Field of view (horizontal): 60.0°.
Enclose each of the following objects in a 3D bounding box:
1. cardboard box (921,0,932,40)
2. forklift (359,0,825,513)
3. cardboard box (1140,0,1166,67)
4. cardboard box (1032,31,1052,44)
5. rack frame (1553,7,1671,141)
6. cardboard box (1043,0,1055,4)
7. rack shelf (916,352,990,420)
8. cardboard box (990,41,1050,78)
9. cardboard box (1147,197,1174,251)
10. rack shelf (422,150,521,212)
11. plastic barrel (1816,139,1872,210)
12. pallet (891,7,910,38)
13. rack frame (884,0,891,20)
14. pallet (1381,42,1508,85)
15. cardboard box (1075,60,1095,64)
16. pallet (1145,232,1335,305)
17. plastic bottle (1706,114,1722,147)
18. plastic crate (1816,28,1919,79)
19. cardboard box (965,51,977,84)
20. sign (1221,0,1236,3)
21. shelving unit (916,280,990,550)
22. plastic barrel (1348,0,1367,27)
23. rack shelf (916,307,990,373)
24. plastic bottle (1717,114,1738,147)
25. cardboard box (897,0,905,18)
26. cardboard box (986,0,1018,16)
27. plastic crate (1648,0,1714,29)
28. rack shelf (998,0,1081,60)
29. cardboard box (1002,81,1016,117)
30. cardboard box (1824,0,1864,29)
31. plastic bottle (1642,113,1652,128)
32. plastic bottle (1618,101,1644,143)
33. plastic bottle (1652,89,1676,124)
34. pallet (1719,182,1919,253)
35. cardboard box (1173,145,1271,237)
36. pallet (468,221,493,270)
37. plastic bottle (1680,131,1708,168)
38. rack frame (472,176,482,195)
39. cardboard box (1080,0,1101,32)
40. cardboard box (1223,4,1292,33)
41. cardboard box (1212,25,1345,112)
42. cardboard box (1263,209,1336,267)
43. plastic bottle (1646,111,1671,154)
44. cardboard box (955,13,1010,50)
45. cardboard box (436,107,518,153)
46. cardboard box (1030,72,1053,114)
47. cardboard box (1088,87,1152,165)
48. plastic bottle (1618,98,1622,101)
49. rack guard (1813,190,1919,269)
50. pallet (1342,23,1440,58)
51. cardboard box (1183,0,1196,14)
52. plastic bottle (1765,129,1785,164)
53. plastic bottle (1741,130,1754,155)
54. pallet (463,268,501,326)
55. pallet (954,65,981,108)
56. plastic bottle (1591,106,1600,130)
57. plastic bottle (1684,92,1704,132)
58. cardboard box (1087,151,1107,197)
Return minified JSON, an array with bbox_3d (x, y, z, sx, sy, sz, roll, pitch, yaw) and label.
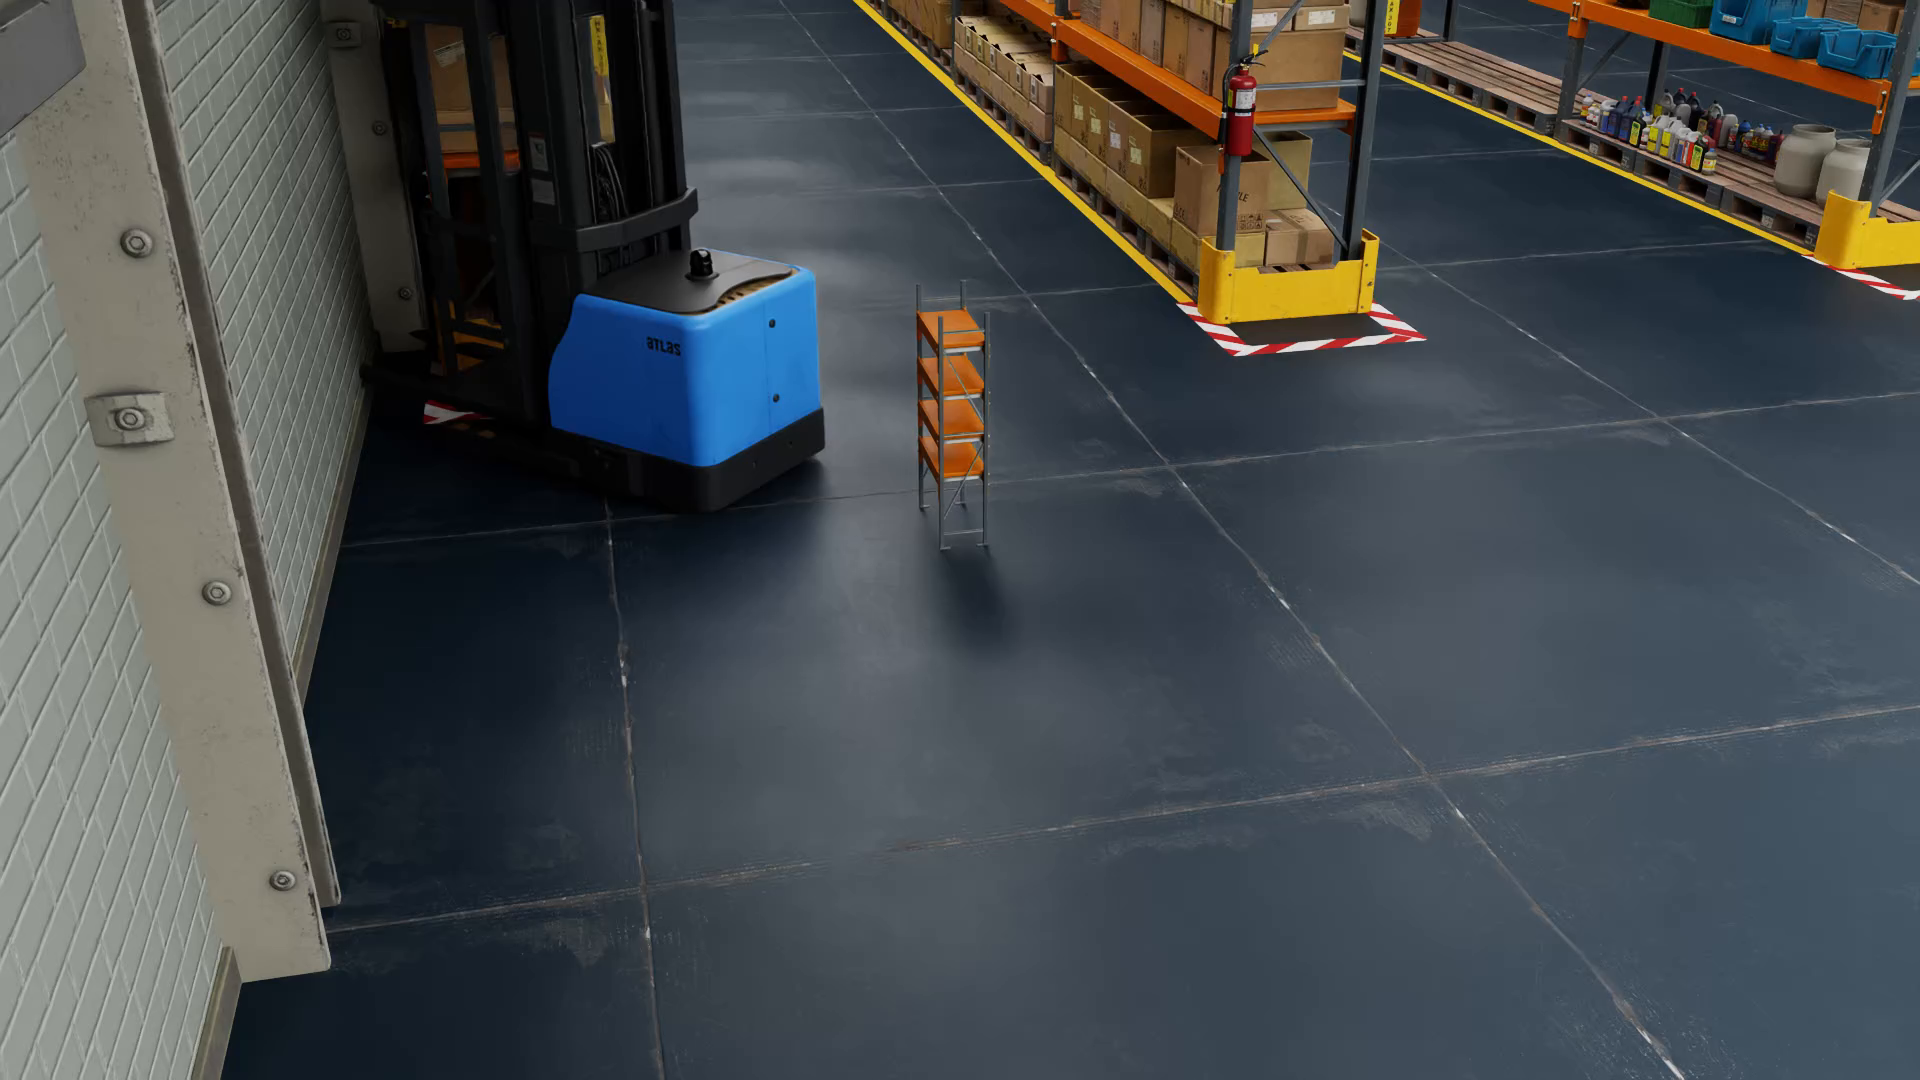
[{"bbox_3d":[-0.149,-6.126,19.344,0.500,0.500,0.500,-7,28,-13],"label":"cardboard box"},{"bbox_3d":[-2.263,-1.927,8.816,3.031,2.935,1.130,15,31,28],"label":"forklift"},{"bbox_3d":[1.765,-3.850,12.437,0.700,0.500,0.500,-5,27,-10],"label":"cardboard box"},{"bbox_3d":[0.999,-4.988,16.766,0.500,0.311,0.500,-6,27,-12],"label":"cardboard box"},{"bbox_3d":[6.135,-5.177,15.178,1.000,3.000,0.127,-6,27,-12],"label":"rack frame"},{"bbox_3d":[0.931,-4.983,14.943,0.396,0.266,0.258,-7,28,-13],"label":"cardboard box"},{"bbox_3d":[-0.037,-0.748,8.053,0.258,0.148,0.480,-6,27,-12],"label":"rack shelf"},{"bbox_3d":[0.594,-4.703,16.201,0.500,0.311,0.500,-6,27,-12],"label":"cardboard box"},{"bbox_3d":[1.676,-2.303,12.070,0.500,0.250,0.500,-6,27,-12],"label":"cardboard box"},{"bbox_3d":[-3.067,-2.972,11.607,1.077,0.370,4.000,-6,27,-12],"label":"rack shelf"},{"bbox_3d":[6.813,-2.779,12.722,0.421,0.512,0.421,0,27,0],"label":"plastic barrel"},{"bbox_3d":[-0.275,-6.589,21.071,1.003,0.211,1.213,-6,27,-12],"label":"pallet"},{"bbox_3d":[-0.495,-8.188,21.143,1.000,3.000,0.127,-6,27,-12],"label":"rack frame"},{"bbox_3d":[5.370,-5.344,18.604,1.003,0.211,1.213,-6,27,-12],"label":"pallet"},{"bbox_3d":[1.350,-4.313,15.429,0.500,0.311,0.500,-6,27,-12],"label":"cardboard box"},{"bbox_3d":[1.996,-2.006,11.990,1.003,0.211,1.213,-6,27,-12],"label":"pallet"},{"bbox_3d":[6.606,-3.598,14.577,0.061,0.283,0.133,-6,27,-12],"label":"plastic bottle"},{"bbox_3d":[6.632,-3.544,12.107,0.499,0.251,0.616,-6,27,-12],"label":"plastic crate"},{"bbox_3d":[0.353,-4.911,17.237,0.500,0.250,0.500,-7,28,-13],"label":"cardboard box"},{"bbox_3d":[1.678,-3.493,10.294,0.100,0.325,0.005,-6,27,-12],"label":"sign"},{"bbox_3d":[-0.037,-0.608,8.124,0.258,1.200,0.503,-6,27,-12],"label":"shelving unit"},{"bbox_3d":[4.892,-6.462,20.018,0.421,0.512,0.421,0,27,0],"label":"plastic barrel"},{"bbox_3d":[-0.037,-0.959,7.947,0.258,0.148,0.480,-6,27,-12],"label":"rack shelf"},{"bbox_3d":[6.710,-3.606,14.600,0.152,0.276,0.135,-5,27,-11],"label":"plastic bottle"},{"bbox_3d":[-0.492,-6.798,20.675,0.500,0.500,0.500,-6,27,-11],"label":"cardboard box"},{"bbox_3d":[0.582,-5.741,18.581,0.500,0.500,0.500,-5,27,-9],"label":"cardboard box"},{"bbox_3d":[6.166,-4.458,13.988,0.450,0.188,0.662,-6,27,-12],"label":"plastic crate"},{"bbox_3d":[0.857,-5.232,16.086,1.077,0.370,4.000,-6,27,-12],"label":"rack shelf"},{"bbox_3d":[0.704,-4.235,15.897,0.500,0.250,0.500,-5,27,-10],"label":"cardboard box"},{"bbox_3d":[10.367,-5.982,19.059,0.700,0.500,0.500,-8,28,-16],"label":"cardboard box"},{"bbox_3d":[6.025,-3.615,14.623,0.097,0.271,0.097,0,27,0],"label":"plastic bottle"},{"bbox_3d":[5.955,-3.711,14.726,0.144,0.351,0.185,-7,28,-14],"label":"plastic bottle"},{"bbox_3d":[6.420,-3.923,15.144,0.144,0.351,0.185,-6,27,-12],"label":"plastic bottle"},{"bbox_3d":[6.795,-2.562,13.091,1.003,0.211,1.213,-6,27,-12],"label":"pallet"},{"bbox_3d":[1.799,-2.420,11.468,0.500,0.500,0.500,-6,27,-12],"label":"cardboard box"},{"bbox_3d":[-3.053,-2.098,12.173,1.003,0.211,1.213,-6,27,-12],"label":"pallet"},{"bbox_3d":[6.165,-3.277,13.947,0.152,0.276,0.135,-6,27,-11],"label":"plastic bottle"},{"bbox_3d":[-3.517,-4.171,13.185,1.000,3.000,0.127,-6,27,-12],"label":"rack frame"},{"bbox_3d":[1.414,-4.526,13.777,0.700,0.500,0.500,-7,28,-13],"label":"cardboard box"},{"bbox_3d":[1.938,-3.402,10.831,0.380,0.149,0.250,-6,27,-12],"label":"cardboard box"},{"bbox_3d":[2.117,-3.170,11.091,0.700,0.500,0.500,-6,27,-12],"label":"cardboard box"},{"bbox_3d":[2.305,-2.138,11.742,0.500,0.250,0.500,-6,27,-12],"label":"cardboard box"},{"bbox_3d":[6.051,-3.525,14.356,0.144,0.351,0.185,-6,27,-12],"label":"plastic bottle"},{"bbox_3d":[0.238,-5.382,17.547,0.500,0.311,0.500,-5,27,-10],"label":"cardboard box"},{"bbox_3d":[-2.910,-2.542,10.102,0.500,0.250,0.500,-6,27,-11],"label":"cardboard box"},{"bbox_3d":[0.937,-4.035,14.878,0.500,0.311,0.500,-6,27,-12],"label":"cardboard box"},{"bbox_3d":[1.333,-3.296,13.204,0.500,0.500,0.500,-6,27,-12],"label":"cardboard box"},{"bbox_3d":[5.983,-3.848,15.072,0.061,0.283,0.133,-6,27,-12],"label":"plastic bottle"},{"bbox_3d":[6.973,-2.334,12.319,1.175,0.500,0.348,-6,27,-12],"label":"rack guard"},{"bbox_3d":[5.015,-6.030,19.962,1.003,0.211,1.213,-6,27,-12],"label":"pallet"},{"bbox_3d":[1.765,-3.740,11.500,0.380,0.149,0.250,-6,27,-11],"label":"cardboard box"},{"bbox_3d":[6.898,-3.334,14.052,0.061,0.283,0.133,-5,27,-11],"label":"plastic bottle"},{"bbox_3d":[6.809,-3.434,14.341,0.097,0.201,0.097,0,27,0],"label":"plastic bottle"},{"bbox_3d":[-2.782,-1.564,11.114,1.003,0.211,1.213,-6,27,-12],"label":"pallet"},{"bbox_3d":[0.554,-4.821,17.568,1.003,0.211,1.213,-6,27,-12],"label":"pallet"},{"bbox_3d":[5.825,-3.850,15.167,0.097,0.201,0.097,0,27,0],"label":"plastic bottle"},{"bbox_3d":[6.604,-3.853,15.006,0.144,0.351,0.185,-7,28,-14],"label":"plastic bottle"},{"bbox_3d":[1.332,-2.961,13.373,0.500,0.250,0.500,-6,27,-12],"label":"cardboard box"}]
